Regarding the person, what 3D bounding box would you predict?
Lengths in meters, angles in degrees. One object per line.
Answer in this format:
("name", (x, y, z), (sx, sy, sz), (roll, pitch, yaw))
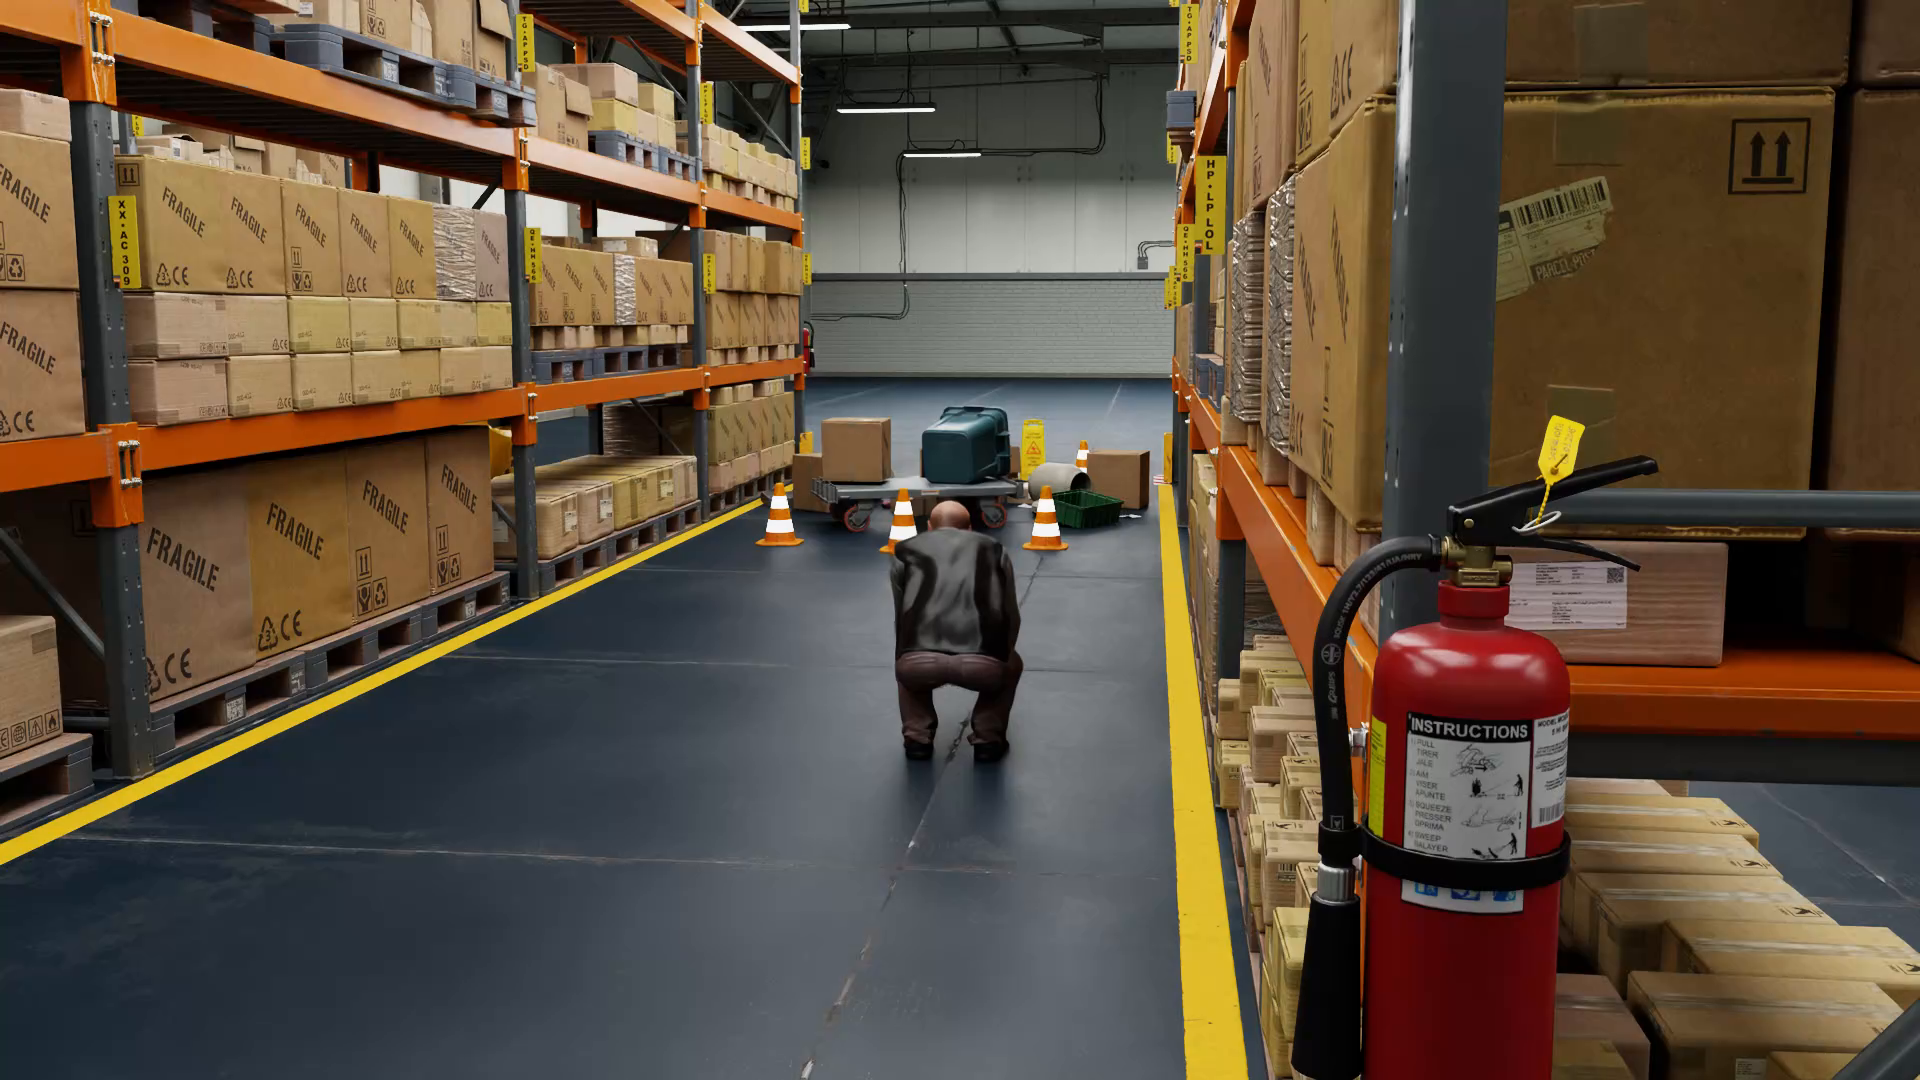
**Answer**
("person", (-0.022, 0.357, 6.659), (0.540, 0.952, 0.876), (1, 8, 6))
